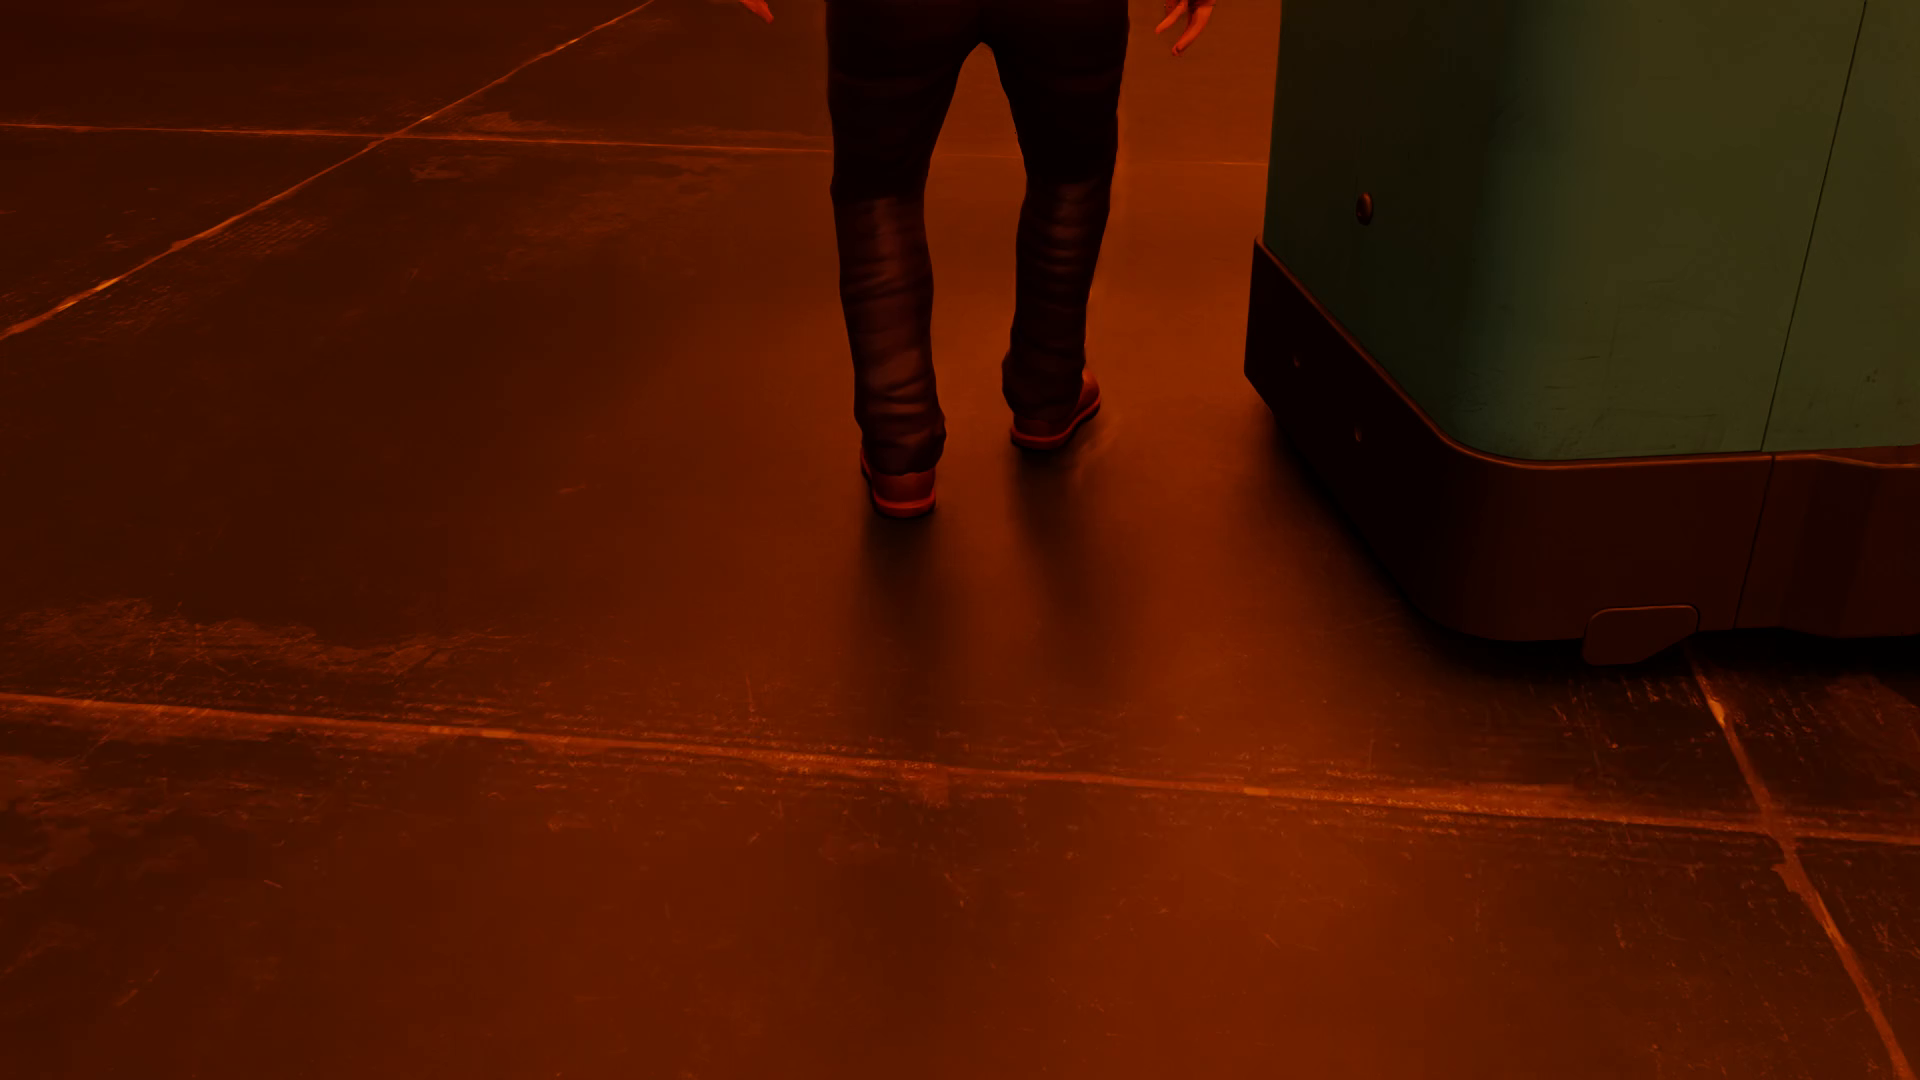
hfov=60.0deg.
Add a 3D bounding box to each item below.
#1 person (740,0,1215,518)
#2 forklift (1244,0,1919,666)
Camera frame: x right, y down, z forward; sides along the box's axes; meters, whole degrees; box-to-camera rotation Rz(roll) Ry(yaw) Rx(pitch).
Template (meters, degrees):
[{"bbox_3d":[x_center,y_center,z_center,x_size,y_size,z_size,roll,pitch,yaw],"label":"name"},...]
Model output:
[{"bbox_3d":[0.007,-0.858,2.417,0.689,1.606,0.593,-1,27,-2],"label":"person"},{"bbox_3d":[2.052,-1.421,2.065,3.031,2.935,1.130,-3,27,-6],"label":"forklift"}]
